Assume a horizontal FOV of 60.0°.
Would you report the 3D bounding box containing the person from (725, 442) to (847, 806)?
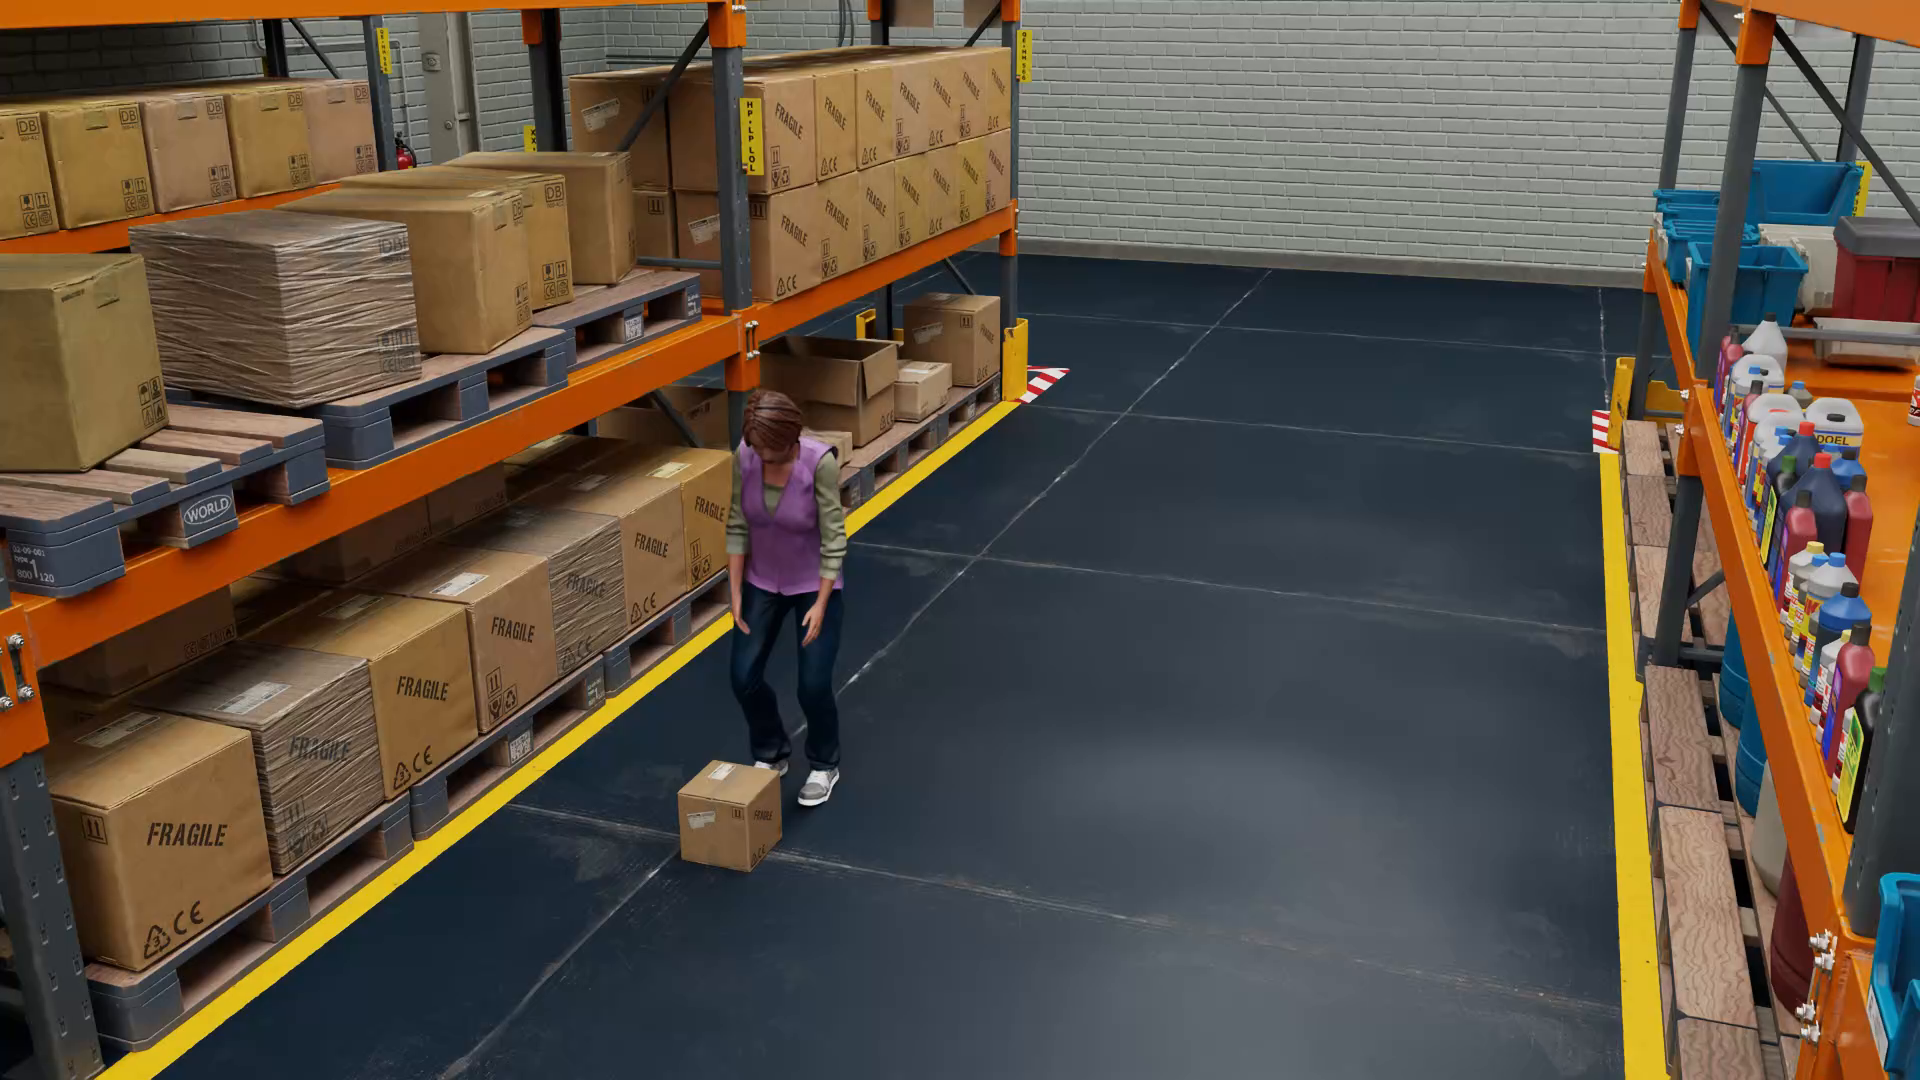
[{"bbox_3d":[-0.559,0.270,5.763,0.444,1.302,0.362,7,20,19],"label":"person"}]
